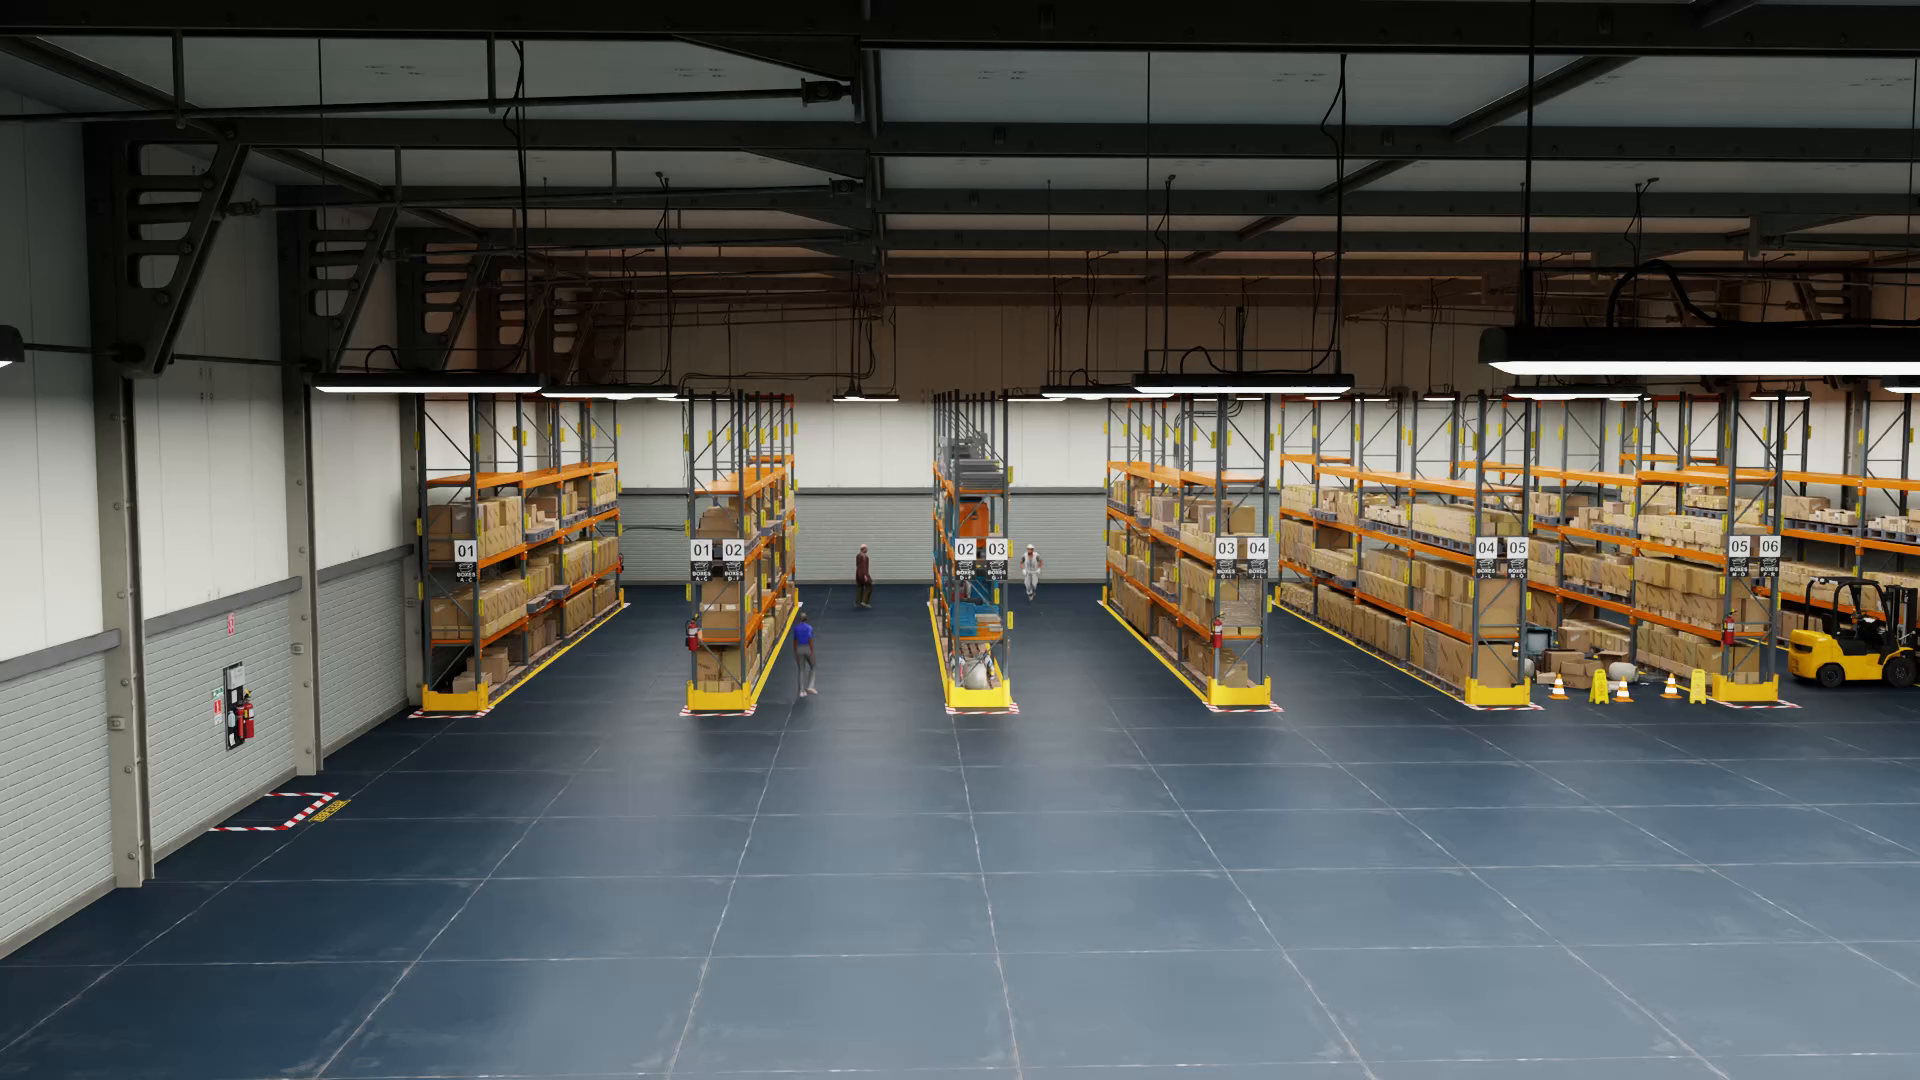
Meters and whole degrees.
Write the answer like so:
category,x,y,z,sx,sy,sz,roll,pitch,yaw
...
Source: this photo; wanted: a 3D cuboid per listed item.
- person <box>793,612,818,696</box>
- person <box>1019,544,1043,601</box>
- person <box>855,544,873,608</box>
category,x,y,z,sx,sy,sz,roll,pitch,yaw
person,-3.058,2.237,32.647,0.475,1.654,0.513,1,5,10
person,2.063,0.951,48.292,0.688,1.684,0.650,0,5,5
person,-2.735,1.029,46.801,0.492,1.822,0.654,-3,5,-30
